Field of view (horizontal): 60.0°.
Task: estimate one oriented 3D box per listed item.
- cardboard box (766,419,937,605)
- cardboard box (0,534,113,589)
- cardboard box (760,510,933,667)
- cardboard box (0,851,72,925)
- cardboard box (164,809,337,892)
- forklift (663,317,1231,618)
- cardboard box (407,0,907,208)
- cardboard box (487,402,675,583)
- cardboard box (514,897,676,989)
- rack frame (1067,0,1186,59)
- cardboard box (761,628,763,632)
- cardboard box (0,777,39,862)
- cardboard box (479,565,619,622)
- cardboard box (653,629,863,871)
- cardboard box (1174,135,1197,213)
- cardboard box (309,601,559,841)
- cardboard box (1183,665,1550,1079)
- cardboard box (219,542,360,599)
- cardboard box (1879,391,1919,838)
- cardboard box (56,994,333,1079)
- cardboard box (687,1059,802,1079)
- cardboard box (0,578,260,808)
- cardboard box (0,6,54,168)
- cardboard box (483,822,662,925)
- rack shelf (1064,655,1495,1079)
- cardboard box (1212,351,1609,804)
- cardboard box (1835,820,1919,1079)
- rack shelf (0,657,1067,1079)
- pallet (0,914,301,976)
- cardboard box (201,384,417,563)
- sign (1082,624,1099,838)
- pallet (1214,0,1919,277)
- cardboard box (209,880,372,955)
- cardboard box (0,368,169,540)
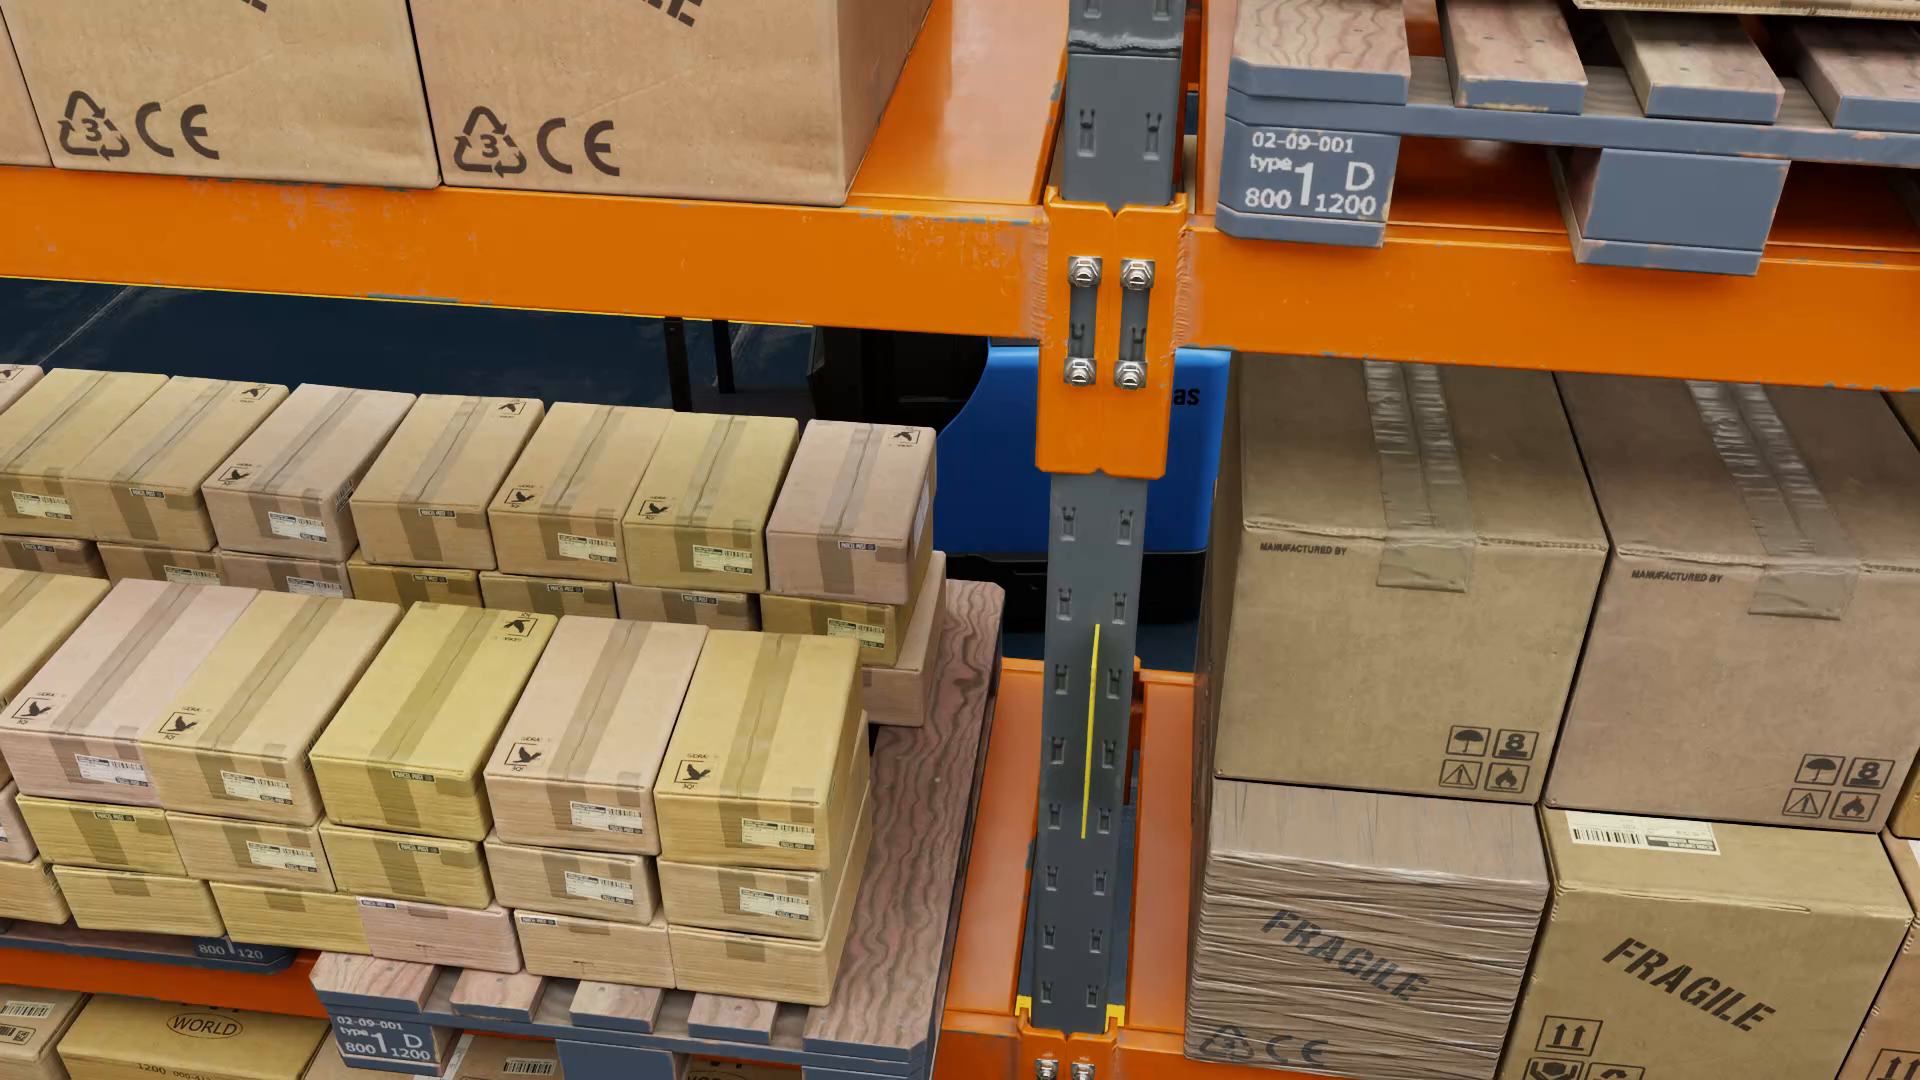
[{"bbox_3d":[-0.194,-0.058,3.092,0.250,0.149,0.380,4,36,6],"label":"cardboard box"},{"bbox_3d":[-1.755,-0.054,3.343,0.250,0.149,0.380,6,36,8],"label":"cardboard box"},{"bbox_3d":[-0.209,0.058,3.185,0.250,0.149,0.380,6,36,8],"label":"cardboard box"},{"bbox_3d":[-1.575,0.461,2.877,0.250,0.149,0.380,5,36,7],"label":"cardboard box"},{"bbox_3d":[-1.078,0.380,2.735,0.250,0.149,0.380,4,36,6],"label":"cardboard box"},{"bbox_3d":[-0.630,-1.188,5.392,3.031,2.935,1.130,0,36,-1],"label":"forklift"},{"bbox_3d":[-0.354,-0.758,2.062,0.500,0.500,0.500,4,36,6],"label":"cardboard box"},{"bbox_3d":[-0.699,-0.097,3.146,0.250,0.149,0.380,4,36,6],"label":"cardboard box"},{"bbox_3d":[-0.549,0.539,2.767,0.250,0.149,0.380,4,36,6],"label":"cardboard box"},{"bbox_3d":[0.245,-2.043,1.366,0.127,3.000,1.000,4,36,6],"label":"rack frame"},{"bbox_3d":[-0.440,0.161,3.297,0.250,0.149,0.380,6,36,8],"label":"cardboard box"},{"bbox_3d":[-1.583,0.341,2.789,0.250,0.149,0.380,5,36,7],"label":"cardboard box"},{"bbox_3d":[-0.744,0.021,3.237,0.250,0.149,0.380,3,36,4],"label":"cardboard box"},{"bbox_3d":[-0.300,0.316,2.567,0.250,0.149,0.380,3,36,4],"label":"cardboard box"},{"bbox_3d":[1.334,-1.514,7.690,0.625,0.372,0.950,2,36,3],"label":"cardboard box"},{"bbox_3d":[-0.809,0.277,2.622,0.250,0.149,0.380,5,36,7],"label":"cardboard box"},{"bbox_3d":[0.655,0.547,2.815,0.500,0.500,0.500,5,36,6],"label":"cardboard box"},{"bbox_3d":[-1.241,-0.016,3.289,0.250,0.149,0.380,4,36,6],"label":"cardboard box"},{"bbox_3d":[1.699,0.064,2.632,0.500,0.500,0.700,4,36,5],"label":"cardboard box"},{"bbox_3d":[-1.472,0.963,3.463,0.500,0.250,0.500,5,36,7],"label":"cardboard box"},{"bbox_3d":[-0.467,1.041,3.354,0.500,0.250,0.500,3,36,5],"label":"cardboard box"},{"bbox_3d":[-1.312,0.238,2.677,0.250,0.149,0.380,4,36,6],"label":"cardboard box"},{"bbox_3d":[-1.347,-0.827,2.159,0.500,0.500,0.500,4,36,6],"label":"cardboard box"},{"bbox_3d":[-0.568,0.416,2.683,0.250,0.149,0.380,6,36,8],"label":"cardboard box"},{"bbox_3d":[2.228,0.840,3.110,4.000,0.370,1.077,4,36,6],"label":"rack shelf"},{"bbox_3d":[0.689,-0.010,2.734,0.500,0.500,0.700,4,36,6],"label":"cardboard box"},{"bbox_3d":[1.660,0.621,2.712,0.500,0.500,0.500,4,36,6],"label":"cardboard box"},{"bbox_3d":[-1.739,0.544,3.525,4.000,0.370,1.077,4,36,6],"label":"rack shelf"},{"bbox_3d":[-1.724,0.354,3.336,1.213,0.211,1.003,4,36,6],"label":"pallet"},{"bbox_3d":[-1.230,-0.135,3.200,0.250,0.149,0.380,6,36,8],"label":"cardboard box"},{"bbox_3d":[0.185,0.273,2.356,0.005,0.325,0.100,4,36,6],"label":"sign"},{"bbox_3d":[0.890,-0.728,2.268,1.003,0.211,1.213,6,36,8],"label":"pallet"},{"bbox_3d":[-1.051,0.500,2.822,0.250,0.149,0.380,4,36,5],"label":"cardboard box"},{"bbox_3d":[-1.740,-0.174,3.255,0.250,0.149,0.380,4,36,5],"label":"cardboard box"}]
